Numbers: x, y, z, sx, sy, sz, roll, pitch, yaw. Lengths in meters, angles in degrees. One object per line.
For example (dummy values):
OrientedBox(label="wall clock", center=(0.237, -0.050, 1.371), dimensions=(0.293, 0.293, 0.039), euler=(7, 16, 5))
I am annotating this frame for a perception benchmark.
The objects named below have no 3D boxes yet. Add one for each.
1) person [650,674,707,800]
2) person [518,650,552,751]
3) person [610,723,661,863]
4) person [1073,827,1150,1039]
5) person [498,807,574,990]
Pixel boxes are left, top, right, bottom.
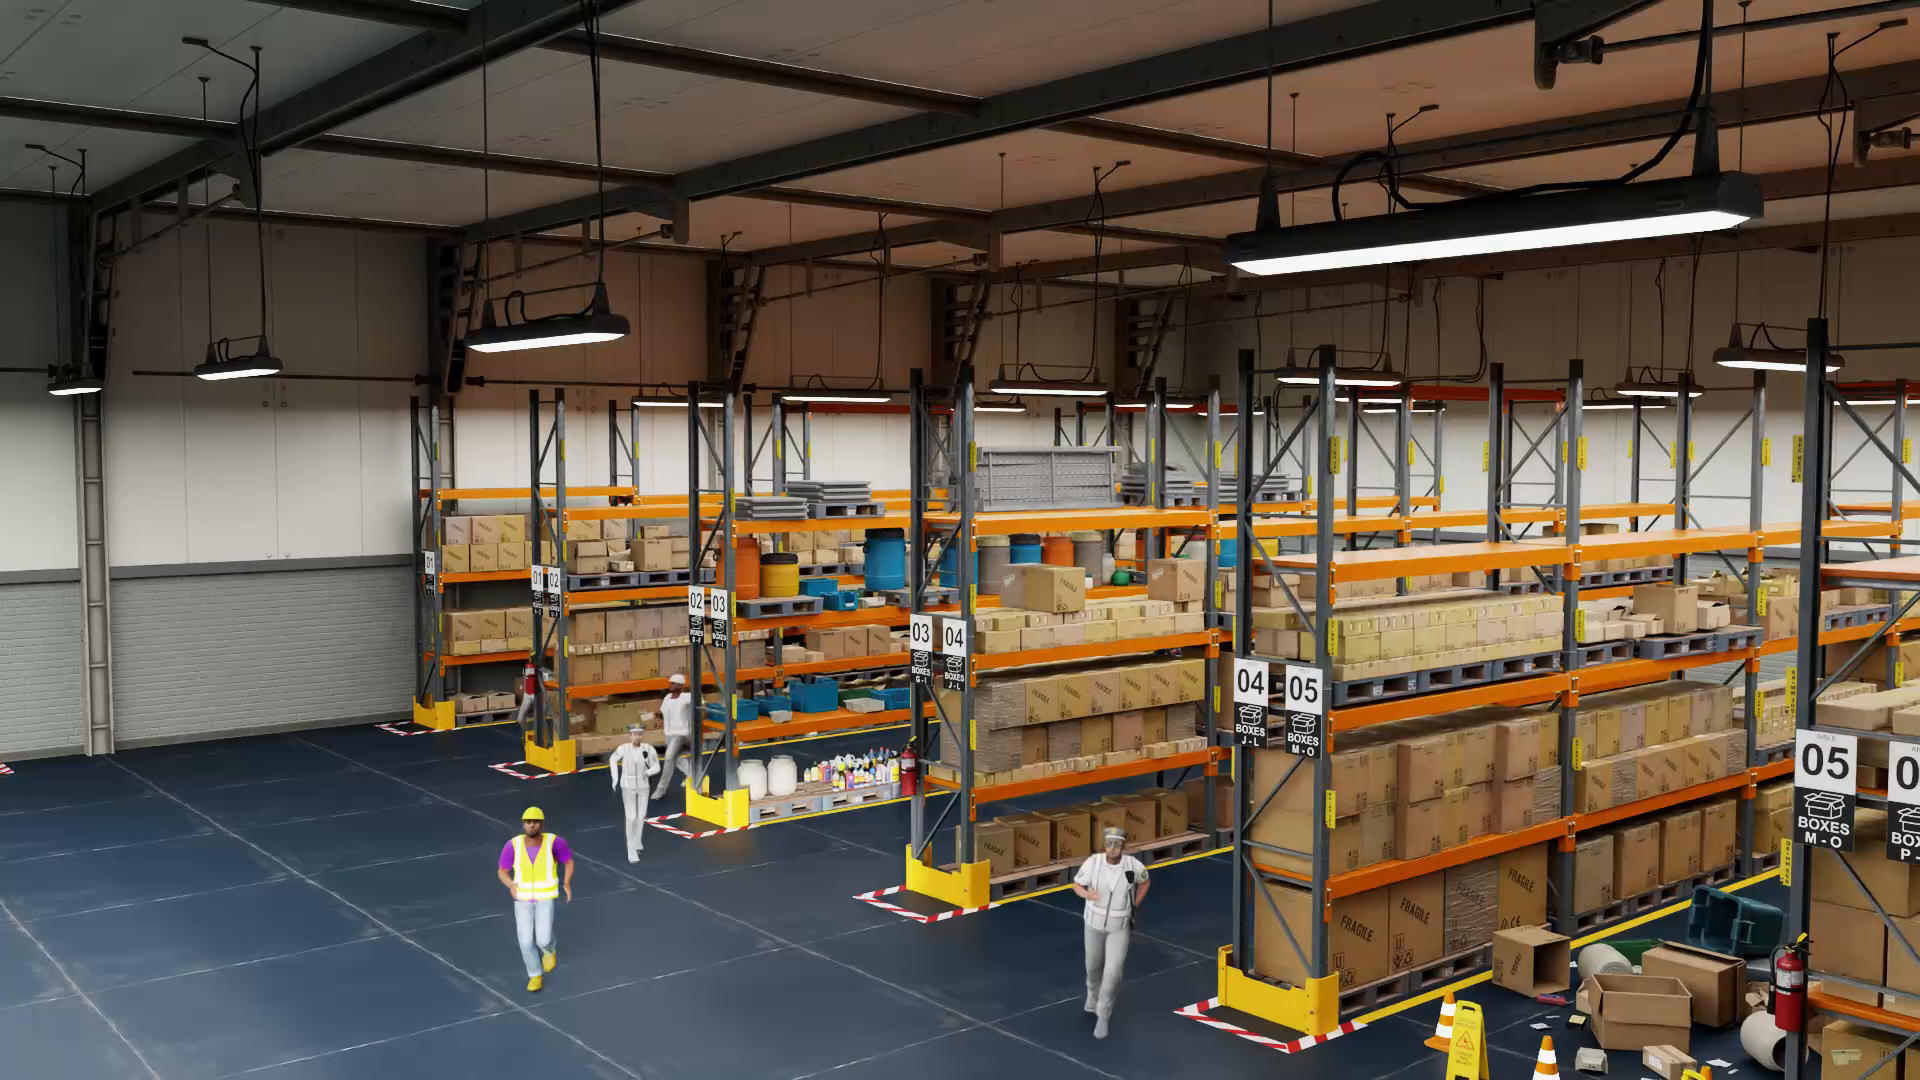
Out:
OrientedBox(label="person", center=(-4.186, 2.838, 24.314), dimensions=(0.707, 1.742, 1.022), euler=(3, 4, 41))
OrientedBox(label="person", center=(-7.132, 2.679, 27.831), dimensions=(0.578, 1.711, 0.690), euler=(2, 4, 26))
OrientedBox(label="person", center=(-4.006, 3.110, 20.585), dimensions=(0.572, 1.739, 0.783), euler=(-1, 4, -20))
OrientedBox(label="person", center=(1.330, 3.427, 14.704), dimensions=(0.660, 1.851, 0.780), euler=(1, 3, 13))
OrientedBox(label="person", center=(-4.014, 3.378, 15.708), dimensions=(0.700, 1.723, 0.582), euler=(0, 3, -8))
